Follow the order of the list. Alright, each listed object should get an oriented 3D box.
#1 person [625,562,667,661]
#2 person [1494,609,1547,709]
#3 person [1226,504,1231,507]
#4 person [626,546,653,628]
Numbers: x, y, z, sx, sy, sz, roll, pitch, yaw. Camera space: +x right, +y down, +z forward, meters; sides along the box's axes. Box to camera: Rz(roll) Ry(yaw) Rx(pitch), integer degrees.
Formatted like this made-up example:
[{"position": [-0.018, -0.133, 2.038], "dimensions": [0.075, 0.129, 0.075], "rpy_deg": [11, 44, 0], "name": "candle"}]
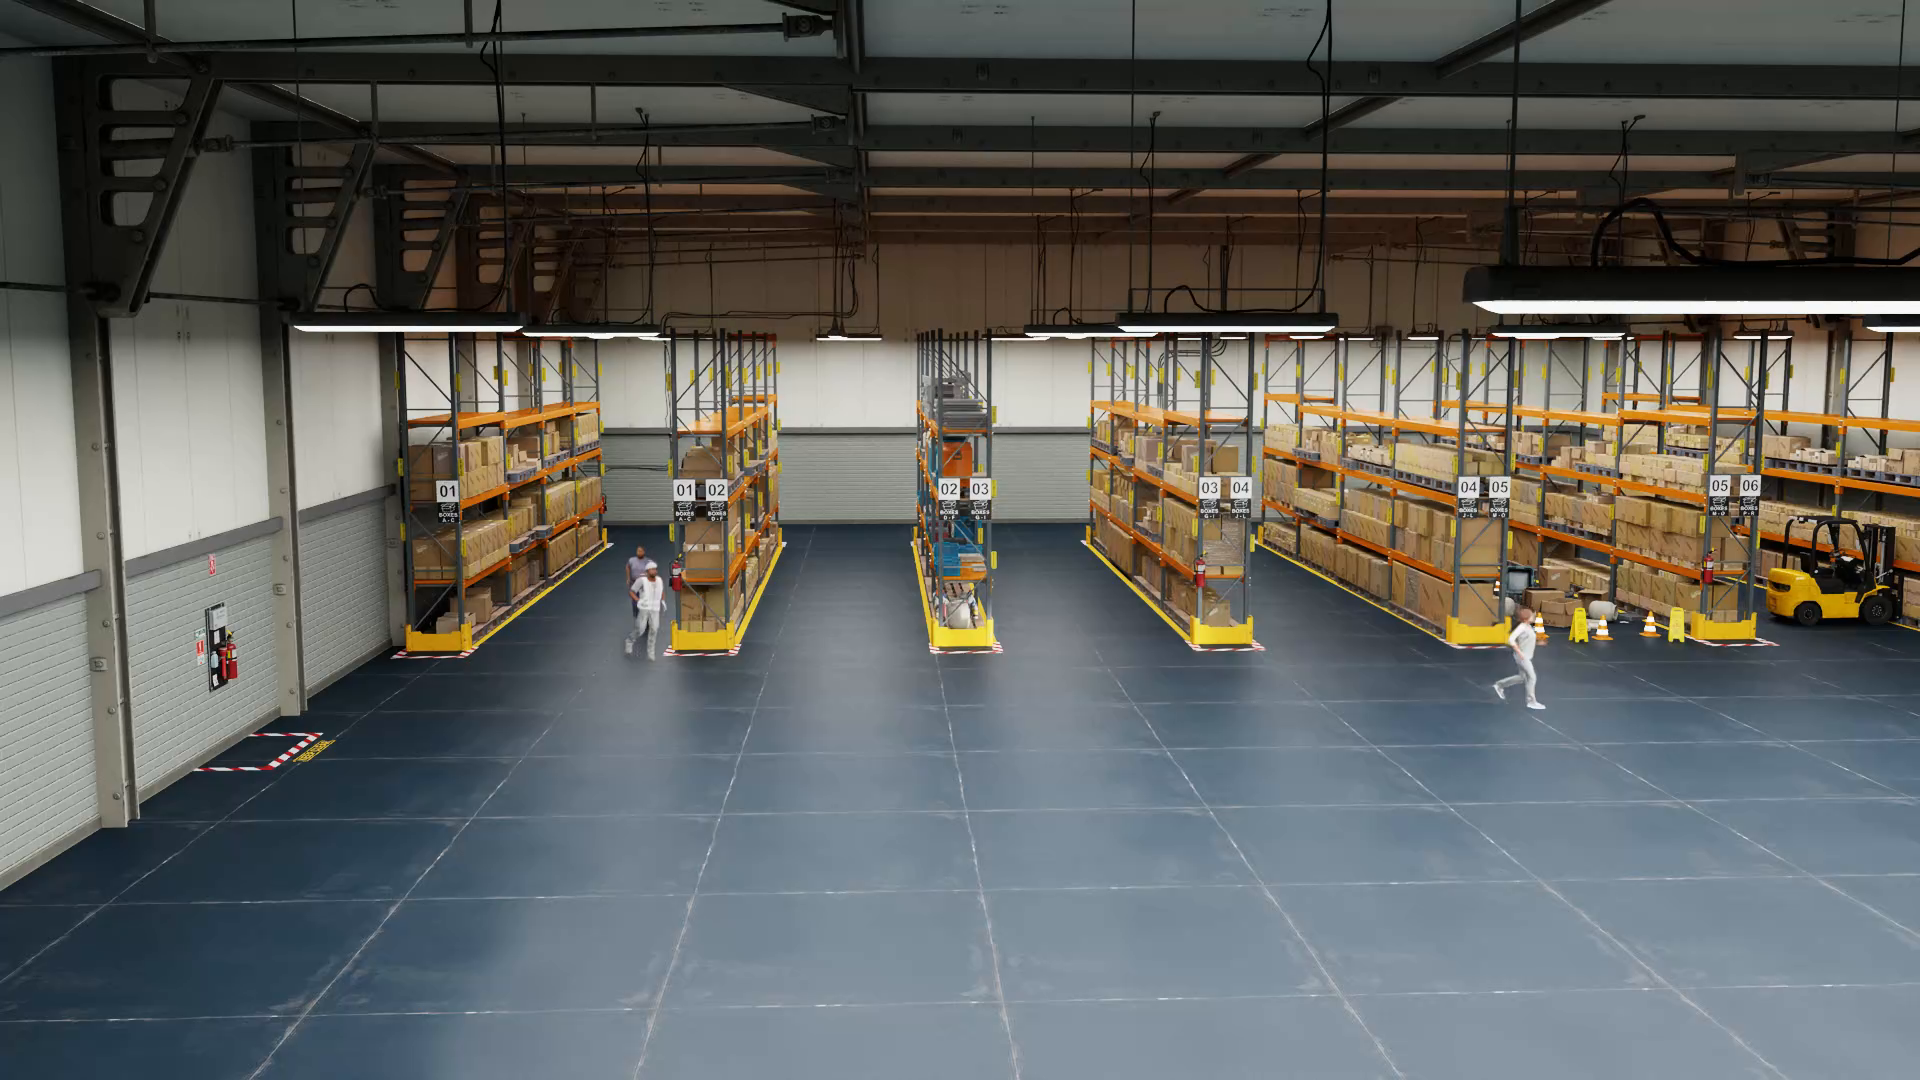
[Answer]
[{"position": [-5.651, 1.277, 30.332], "dimensions": [0.744, 1.741, 0.953], "rpy_deg": [-5, 8, -36], "name": "person"}, {"position": [8.813, 1.853, 26.147], "dimensions": [0.804, 1.575, 0.538], "rpy_deg": [4, 8, 28], "name": "person"}, {"position": [7.442, -0.547, 45.919], "dimensions": [0.686, 1.779, 0.902], "rpy_deg": [0, 7, 1], "name": "person"}, {"position": [-6.470, 0.951, 33.704], "dimensions": [0.570, 1.688, 0.783], "rpy_deg": [-1, 7, -10], "name": "person"}]
